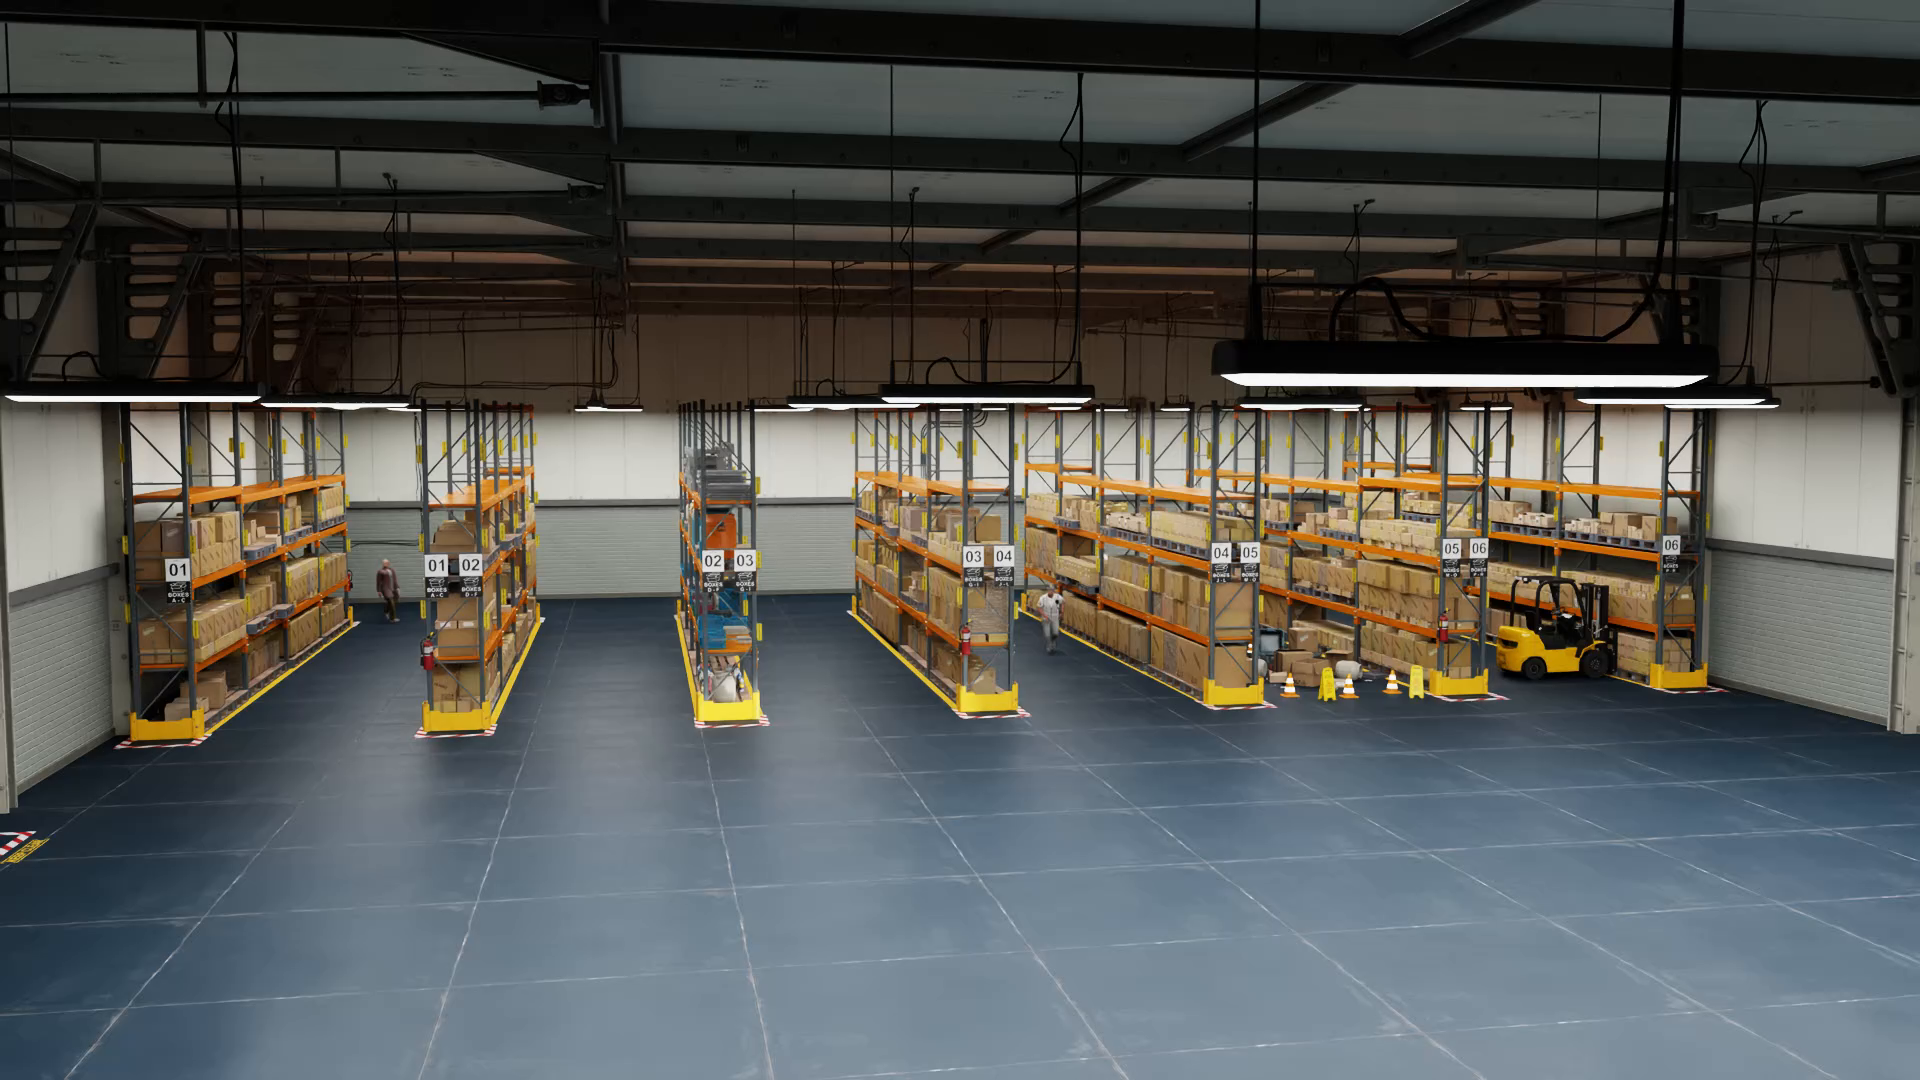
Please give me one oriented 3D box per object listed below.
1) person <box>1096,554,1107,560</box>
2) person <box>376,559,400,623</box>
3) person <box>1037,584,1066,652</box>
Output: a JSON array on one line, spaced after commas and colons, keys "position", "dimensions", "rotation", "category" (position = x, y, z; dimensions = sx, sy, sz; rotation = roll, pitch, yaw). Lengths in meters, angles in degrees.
[{"position": [4.421, 0.994, 51.768], "dimensions": [0.921, 1.621, 0.483], "rotation": [-3, 5, -36], "category": "person"}, {"position": [-15.712, 1.385, 45.719], "dimensions": [0.883, 1.735, 0.587], "rotation": [3, 5, 31], "category": "person"}, {"position": [2.196, 1.871, 39.933], "dimensions": [0.703, 1.690, 0.728], "rotation": [0, 4, -2], "category": "person"}]
